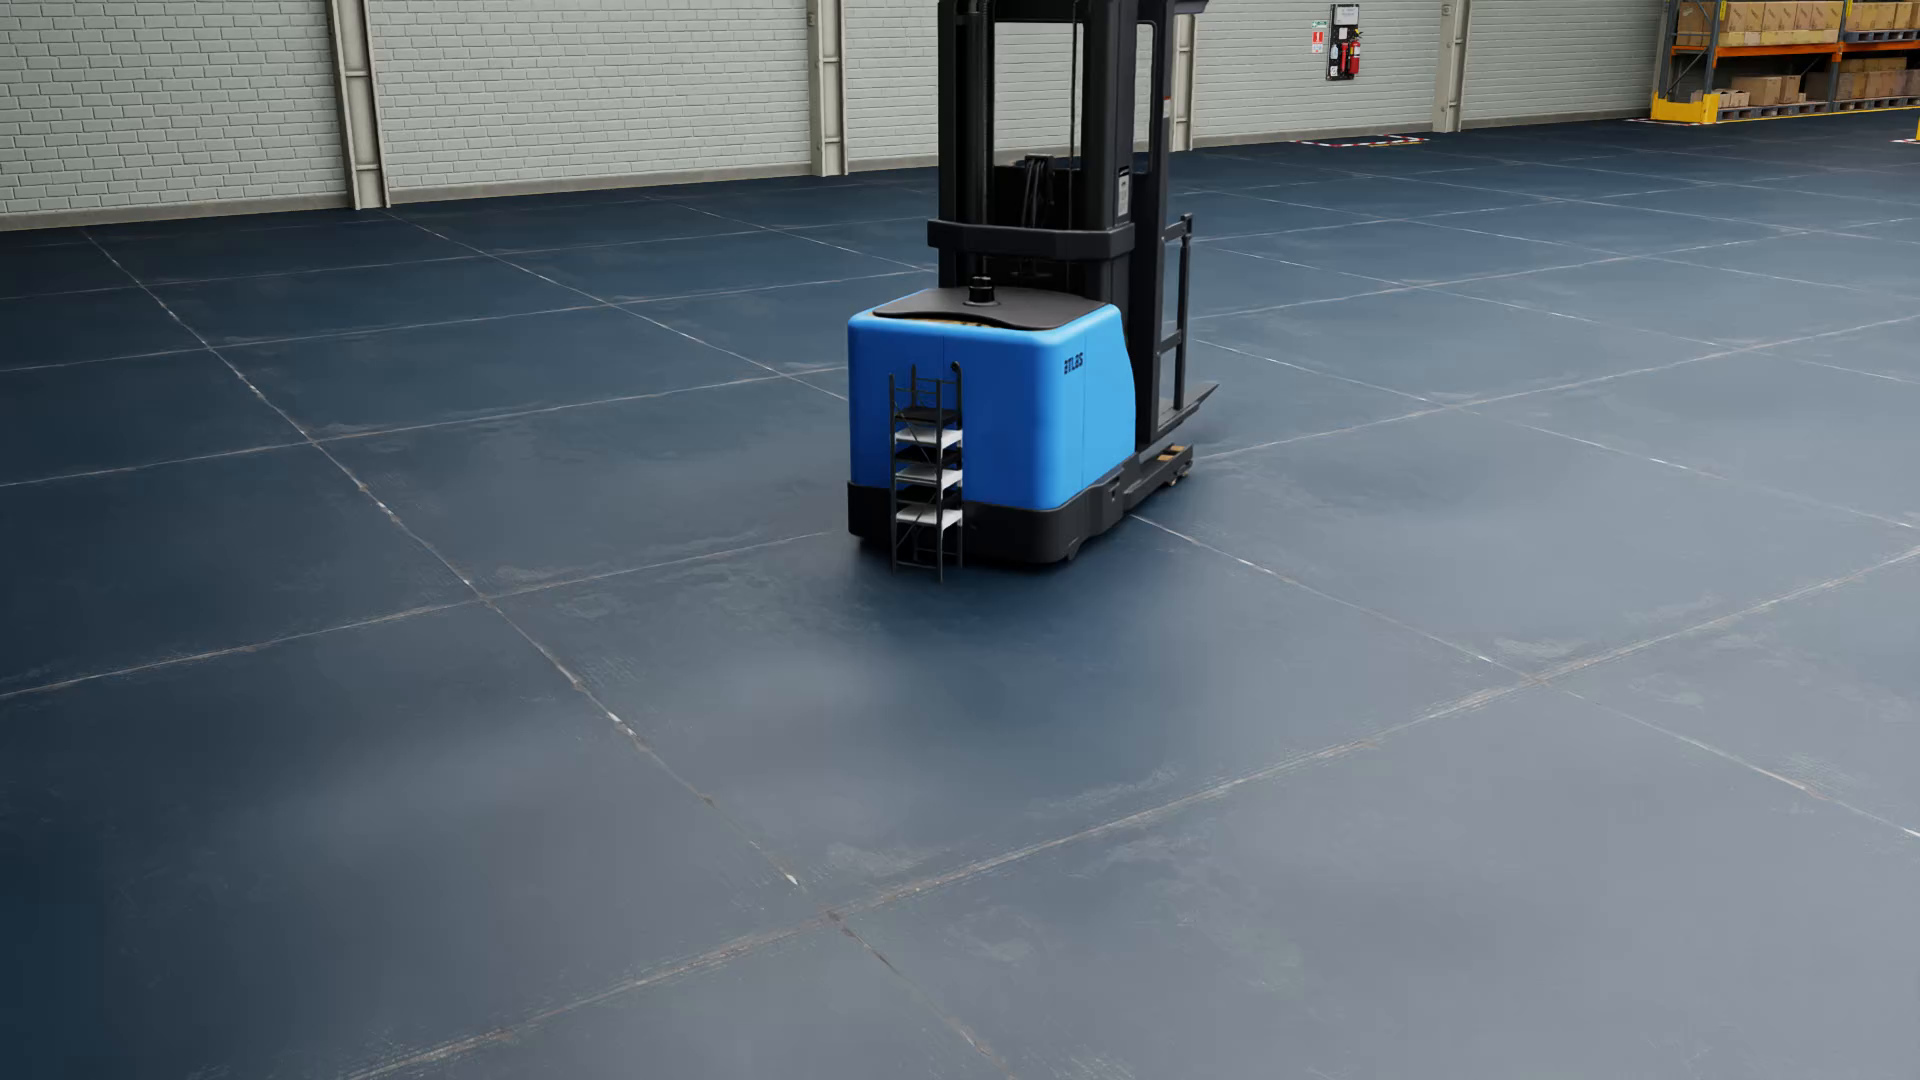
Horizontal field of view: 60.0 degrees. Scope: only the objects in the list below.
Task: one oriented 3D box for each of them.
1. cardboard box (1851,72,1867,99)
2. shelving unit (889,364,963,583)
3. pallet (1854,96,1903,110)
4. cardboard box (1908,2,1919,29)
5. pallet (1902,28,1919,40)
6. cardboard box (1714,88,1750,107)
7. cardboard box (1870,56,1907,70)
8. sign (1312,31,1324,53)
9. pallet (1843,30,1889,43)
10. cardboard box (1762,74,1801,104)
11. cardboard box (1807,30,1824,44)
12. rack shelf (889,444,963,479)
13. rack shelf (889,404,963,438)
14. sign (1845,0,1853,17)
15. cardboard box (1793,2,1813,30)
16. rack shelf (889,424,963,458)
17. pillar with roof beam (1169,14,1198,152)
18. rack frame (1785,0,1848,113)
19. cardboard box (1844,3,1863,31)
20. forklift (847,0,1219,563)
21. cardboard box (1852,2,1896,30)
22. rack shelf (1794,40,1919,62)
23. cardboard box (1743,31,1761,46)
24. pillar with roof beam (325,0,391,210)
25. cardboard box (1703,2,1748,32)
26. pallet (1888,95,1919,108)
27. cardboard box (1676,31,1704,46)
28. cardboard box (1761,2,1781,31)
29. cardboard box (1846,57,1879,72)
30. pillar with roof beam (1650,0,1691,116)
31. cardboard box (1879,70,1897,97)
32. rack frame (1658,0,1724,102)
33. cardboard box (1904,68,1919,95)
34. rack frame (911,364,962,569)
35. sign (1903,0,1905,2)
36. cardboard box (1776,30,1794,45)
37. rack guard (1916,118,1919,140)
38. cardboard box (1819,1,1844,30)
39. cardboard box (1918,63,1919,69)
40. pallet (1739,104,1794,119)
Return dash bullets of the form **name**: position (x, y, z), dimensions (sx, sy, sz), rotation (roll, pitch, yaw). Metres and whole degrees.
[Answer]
- **cardboard box**: position (17.541, -9.067, 33.095), dimensions (0.500, 0.500, 0.700), rotation (-12, 22, -32)
- **shelving unit**: position (-0.144, -0.287, 7.189), dimensions (0.258, 0.900, 0.210), rotation (9, 21, 24)
- **pallet**: position (18.201, -8.836, 33.553), dimensions (1.213, 0.211, 1.003), rotation (-12, 22, -31)
- **cardboard box**: position (19.033, -10.573, 33.492), dimensions (0.500, 0.500, 0.700), rotation (-14, 23, -36)
- **pallet**: position (19.336, -10.263, 33.719), dimensions (1.003, 0.211, 1.213), rotation (-12, 22, -31)
- **cardboard box**: position (14.294, -8.232, 30.922), dimensions (0.500, 0.311, 0.500), rotation (-10, 21, -27)
- **cardboard box**: position (18.789, -9.663, 33.690), dimensions (0.500, 0.250, 0.500), rotation (-11, 22, -30)
- **sign**: position (5.685, -7.919, 26.429), dimensions (0.234, 0.329, 0.001), rotation (-12, 22, -31)
- **pallet**: position (17.250, -9.809, 32.374), dimensions (1.213, 0.211, 1.003), rotation (-12, 22, -31)
- **cardboard box**: position (15.687, -8.634, 31.817), dimensions (0.500, 0.500, 0.500), rotation (-14, 23, -35)
- **cardboard box**: position (15.882, -9.492, 31.341), dimensions (0.500, 0.250, 0.500), rotation (-12, 22, -31)
- **rack shelf**: position (-0.144, -0.341, 7.171), dimensions (0.258, 0.077, 0.200), rotation (9, 21, 24)
- **rack shelf**: position (-0.144, -0.511, 7.113), dimensions (0.258, 0.077, 0.200), rotation (9, 21, 24)
- **sign**: position (16.836, -10.070, 31.496), dimensions (0.005, 0.325, 0.100), rotation (-12, 22, -31)
- **cardboard box**: position (15.466, -9.756, 30.951), dimensions (0.500, 0.500, 0.500), rotation (-13, 22, -33)
- **rack shelf**: position (-0.144, -0.426, 7.142), dimensions (0.258, 0.077, 0.200), rotation (9, 21, 24)
- **pillar with roof beam**: position (5.645, -9.031, 20.406), dimensions (0.400, 9.000, 9.100), rotation (-12, 22, -31)
- **rack frame**: position (16.531, -9.804, 32.060), dimensions (0.127, 3.000, 1.000), rotation (-12, 22, -31)
- **cardboard box**: position (16.975, -10.140, 32.212), dimensions (0.500, 0.500, 0.700), rotation (-12, 22, -31)
- **forklift**: position (0.574, -1.716, 8.245), dimensions (1.130, 2.935, 3.031), rotation (9, 21, 24)
- **cardboard box**: position (17.979, -10.361, 32.865), dimensions (0.500, 0.500, 0.700), rotation (-9, 21, -24)
- **rack shelf**: position (18.202, -9.815, 33.217), dimensions (4.000, 0.370, 1.077), rotation (-12, 22, -31)
- **cardboard box**: position (14.199, -9.134, 30.282), dimensions (0.500, 0.250, 0.500), rotation (-13, 22, -33)
- **pillar with roof beam**: position (-4.377, -6.917, 14.154), dimensions (0.400, 9.000, 9.100), rotation (-12, 22, -31)
- **cardboard box**: position (13.755, -9.397, 29.888), dimensions (0.500, 0.500, 0.500), rotation (-12, 22, -31)
- **pallet**: position (19.219, -9.050, 34.185), dimensions (1.213, 0.211, 1.003), rotation (-12, 22, -31)
- **cardboard box**: position (13.475, -9.172, 30.394), dimensions (0.500, 0.250, 0.500), rotation (-12, 22, -31)
- **cardboard box**: position (14.608, -9.570, 30.401), dimensions (0.500, 0.500, 0.500), rotation (-13, 22, -33)
- **cardboard box**: position (17.935, -9.488, 33.173), dimensions (0.500, 0.250, 0.500), rotation (-13, 22, -33)
- **pillar with roof beam**: position (15.667, -11.144, 26.658), dimensions (0.400, 9.000, 9.100), rotation (-12, 22, -31)
- **cardboard box**: position (18.406, -9.237, 33.600), dimensions (0.500, 0.500, 0.700), rotation (-12, 22, -32)
- **rack frame**: position (13.191, -9.099, 29.976), dimensions (0.127, 3.000, 1.000), rotation (-12, 22, -31)
- **cardboard box**: position (19.300, -9.392, 34.057), dimensions (0.500, 0.500, 0.700), rotation (-12, 22, -31)
- **rack frame**: position (-0.101, -0.317, 7.276), dimensions (0.240, 0.900, 0.006), rotation (9, 21, 24)
- **sign**: position (19.564, -11.205, 34.396), dimensions (0.005, 0.325, 0.100), rotation (-12, 22, -31)
- **cardboard box**: position (15.051, -9.310, 30.804), dimensions (0.500, 0.250, 0.500), rotation (-12, 22, -31)
- **rack guard**: position (15.898, -6.586, 26.446), dimensions (0.348, 0.500, 1.175), rotation (-12, 22, -31)
- **cardboard box**: position (16.307, -9.931, 31.470), dimensions (0.500, 0.500, 0.500), rotation (-12, 22, -32)
- **cardboard box**: position (20.558, -9.783, 34.700), dimensions (0.750, 0.750, 0.750), rotation (-12, 22, -32)
- **pallet**: position (14.970, -8.139, 31.489), dimensions (1.213, 0.211, 1.003), rotation (-12, 22, -31)
